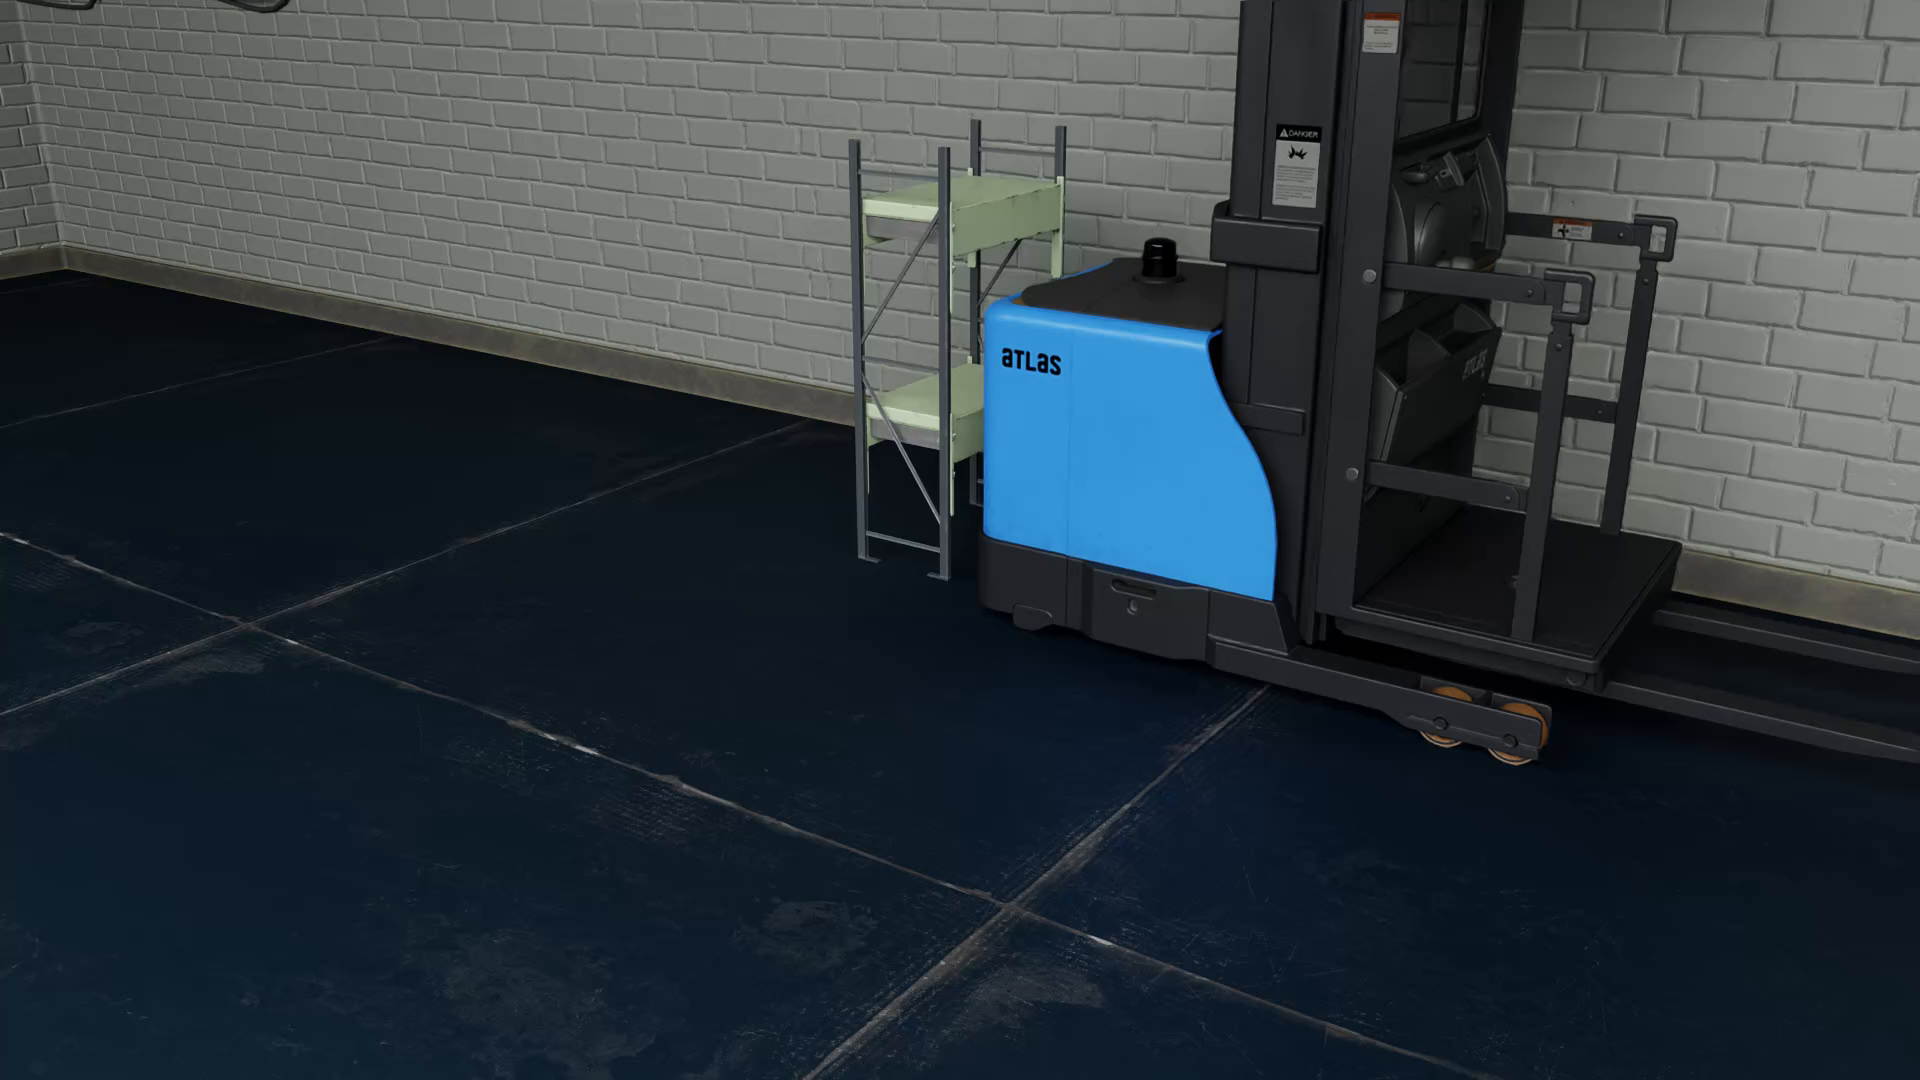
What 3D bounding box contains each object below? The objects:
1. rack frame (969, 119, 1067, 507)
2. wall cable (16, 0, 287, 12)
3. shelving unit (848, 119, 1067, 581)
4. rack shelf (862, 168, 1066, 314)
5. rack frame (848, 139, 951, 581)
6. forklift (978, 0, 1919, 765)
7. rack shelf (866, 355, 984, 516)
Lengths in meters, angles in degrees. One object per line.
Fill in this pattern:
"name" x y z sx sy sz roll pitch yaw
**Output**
"rack frame" 0.209 -0.810 6.294 0.400 1.500 0.023 13 24 32
"wall cable" -4.840 -4.302 9.401 3.097 2.526 0.112 13 24 32
"shelving unit" 0.004 -0.705 6.010 0.431 1.500 0.755 13 24 32
"rack shelf" 0.004 -1.071 5.875 0.431 0.370 0.720 13 24 32
"rack frame" -0.202 -0.600 5.726 0.400 1.500 0.023 13 24 32
"forklift" 1.574 -0.965 4.648 3.031 2.935 1.130 13 24 31
"rack shelf" 0.004 -0.400 6.123 0.431 0.370 0.720 13 24 32
